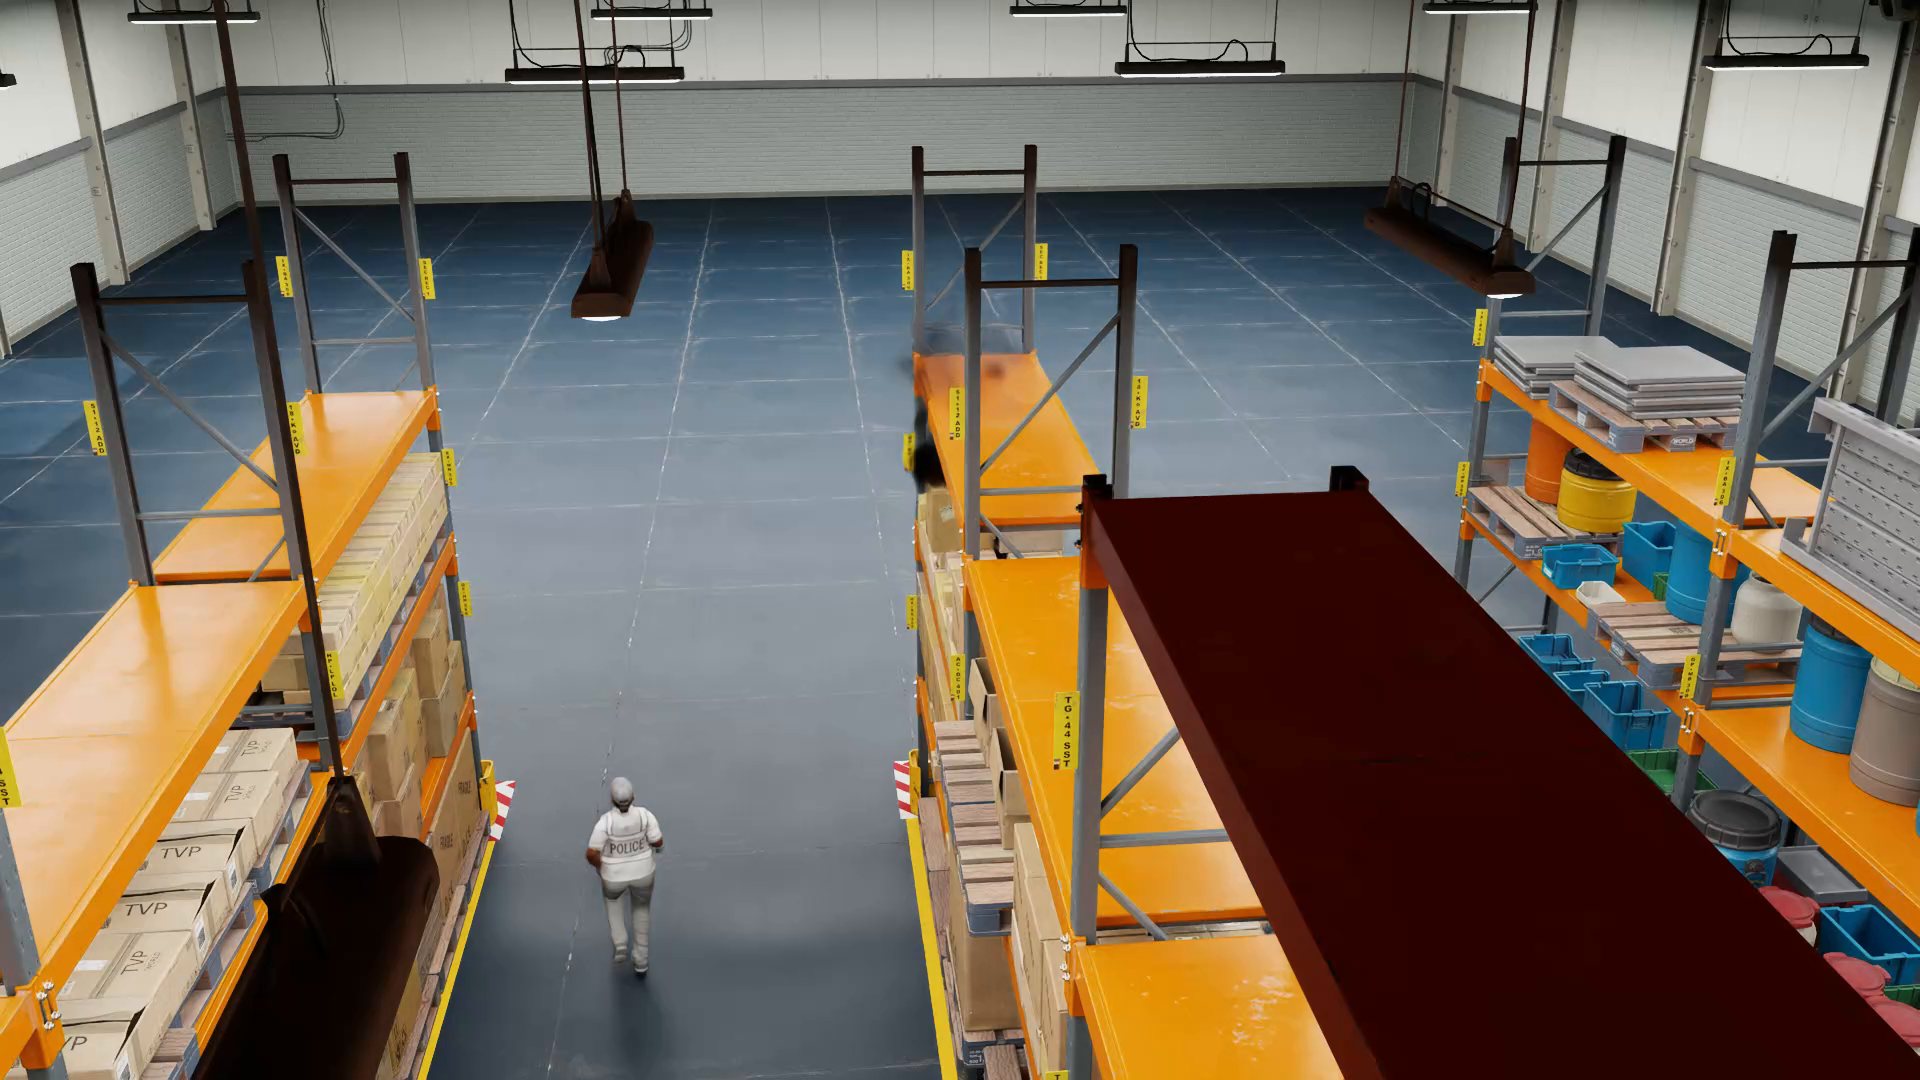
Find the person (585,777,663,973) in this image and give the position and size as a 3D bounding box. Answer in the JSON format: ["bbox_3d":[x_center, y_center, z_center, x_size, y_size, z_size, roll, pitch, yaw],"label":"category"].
[{"bbox_3d":[-2.606,2.557,12.956,0.591,1.638,0.576,-6,22,-14],"label":"person"}]

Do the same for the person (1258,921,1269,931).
[{"bbox_3d":[1.920,3.190,11.188,0.675,1.794,0.765,-7,23,-18],"label":"person"}]
